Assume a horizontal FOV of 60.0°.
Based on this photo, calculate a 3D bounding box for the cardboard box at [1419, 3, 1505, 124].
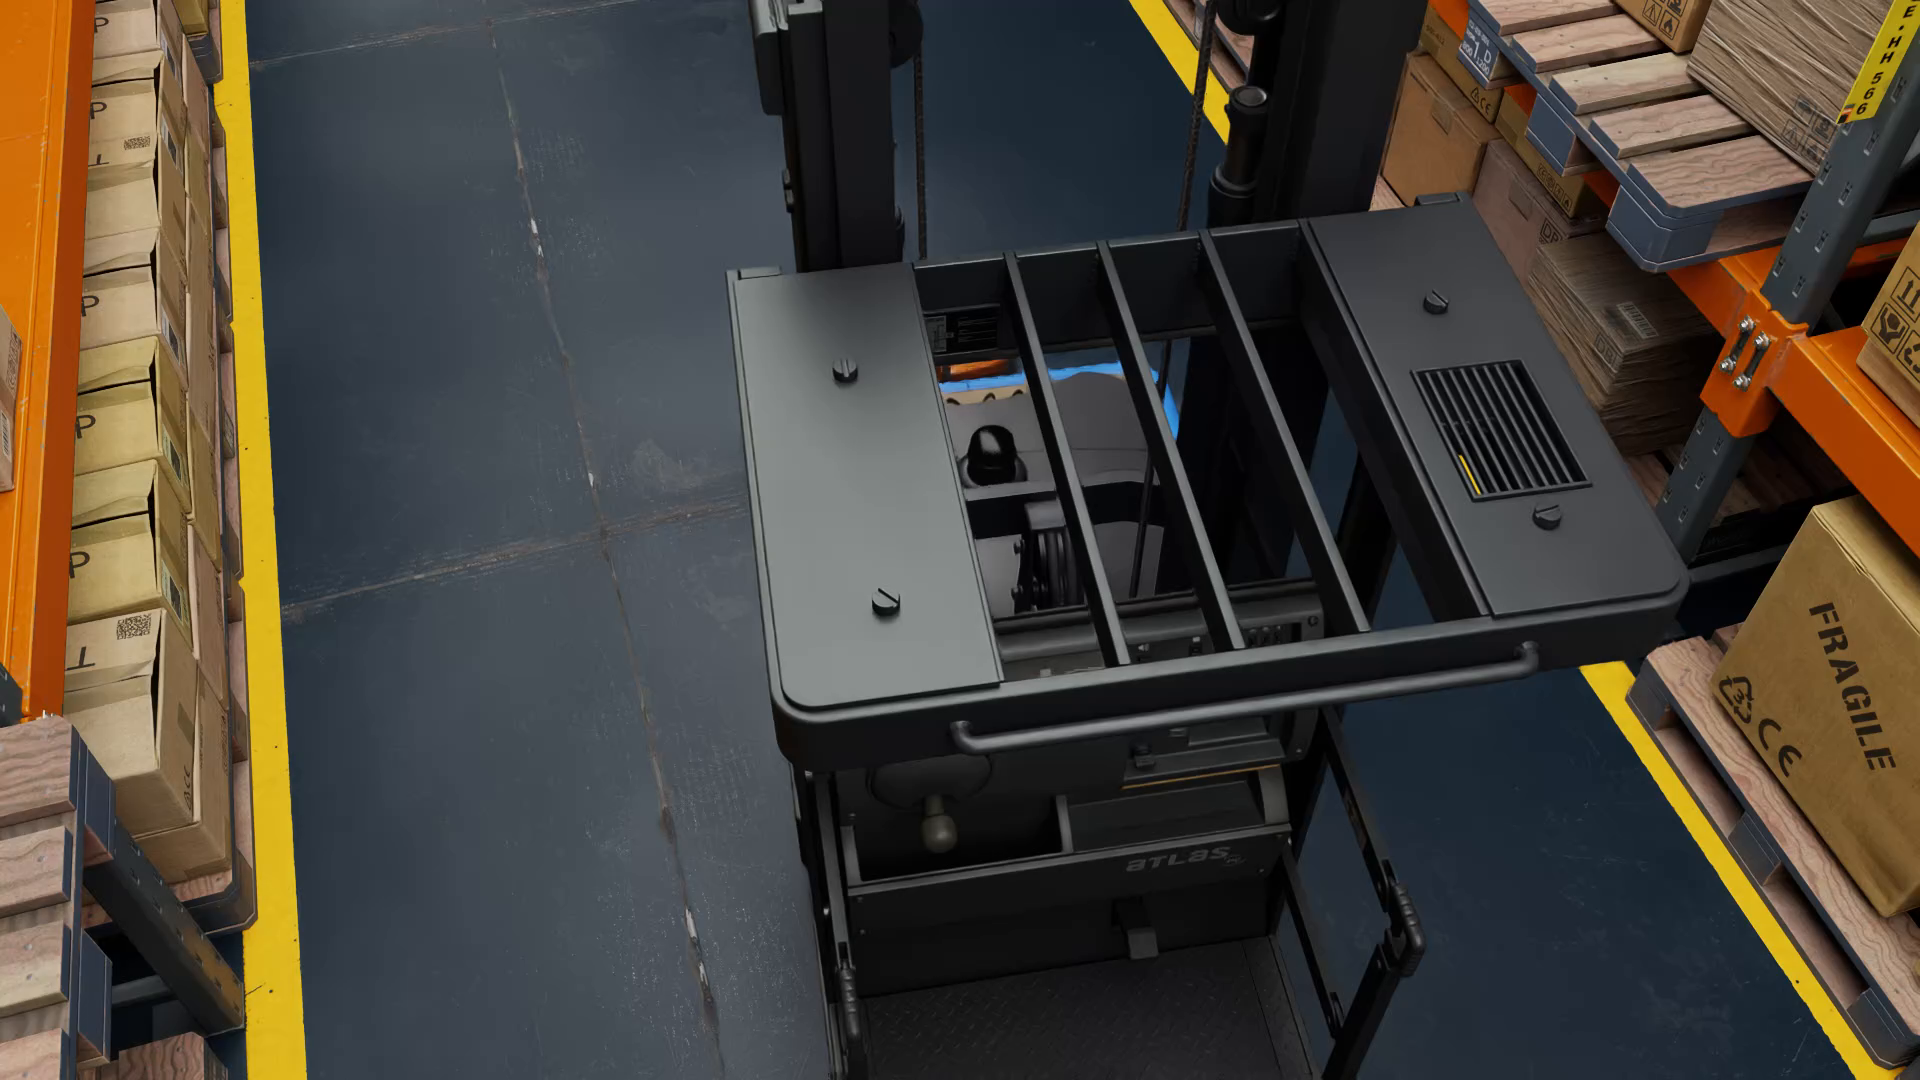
[{"bbox_3d":[1.901,-1.681,5.562,0.500,0.250,0.500,-14,51,-11],"label":"cardboard box"}]

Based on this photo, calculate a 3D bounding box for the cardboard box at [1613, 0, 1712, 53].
[{"bbox_3d":[2.089,-1.701,4.369,0.700,0.500,0.500,-18,52,-14],"label":"cardboard box"}]

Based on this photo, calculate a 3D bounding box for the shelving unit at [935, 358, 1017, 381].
[{"bbox_3d":[0.016,-0.299,4.816,0.215,1.050,0.252,-13,51,-11],"label":"shelving unit"}]

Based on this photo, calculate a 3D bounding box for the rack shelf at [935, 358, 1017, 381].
[{"bbox_3d":[0.016,-0.475,4.607,0.215,0.259,0.240,-13,51,-11],"label":"rack shelf"}]

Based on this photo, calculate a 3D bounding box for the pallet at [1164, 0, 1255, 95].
[{"bbox_3d":[1.478,-2.239,6.999,1.003,0.211,1.213,-13,51,-11],"label":"pallet"}]

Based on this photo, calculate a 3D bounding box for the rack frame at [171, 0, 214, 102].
[{"bbox_3d":[-3.485,-2.583,5.466,1.000,3.000,0.127,-13,51,-11],"label":"rack frame"}]

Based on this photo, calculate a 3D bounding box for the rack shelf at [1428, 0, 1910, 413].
[{"bbox_3d":[1.837,-2.013,5.456,1.077,0.370,4.000,-13,51,-11],"label":"rack shelf"}]

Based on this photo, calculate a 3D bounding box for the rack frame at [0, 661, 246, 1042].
[{"bbox_3d":[-2.302,0.339,3.003,1.000,3.000,0.127,-13,51,-11],"label":"rack frame"}]

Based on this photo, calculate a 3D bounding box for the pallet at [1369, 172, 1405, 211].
[{"bbox_3d":[1.842,-1.346,6.247,1.003,0.211,1.213,-13,51,-11],"label":"pallet"}]

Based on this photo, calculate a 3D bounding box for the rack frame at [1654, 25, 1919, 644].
[{"bbox_3d":[2.429,-0.784,3.949,1.000,3.000,0.127,-13,51,-11],"label":"rack frame"}]

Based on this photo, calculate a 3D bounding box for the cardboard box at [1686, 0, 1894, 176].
[{"bbox_3d":[2.280,-1.299,4.030,0.700,0.500,0.500,-19,52,-15],"label":"cardboard box"}]

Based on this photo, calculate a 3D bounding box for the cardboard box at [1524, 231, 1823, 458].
[{"bbox_3d":[2.166,-0.634,5.170,0.700,0.500,0.500,-13,51,-10],"label":"cardboard box"}]

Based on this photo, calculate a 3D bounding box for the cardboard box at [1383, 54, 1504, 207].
[{"bbox_3d":[1.951,-1.393,5.810,0.700,0.500,0.500,-14,51,-11],"label":"cardboard box"}]

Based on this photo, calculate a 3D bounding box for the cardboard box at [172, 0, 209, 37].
[{"bbox_3d":[-3.333,-2.239,6.700,0.500,0.250,0.500,-13,51,-11],"label":"cardboard box"}]

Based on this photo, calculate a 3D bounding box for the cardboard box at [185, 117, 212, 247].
[{"bbox_3d":[-2.938,-1.225,5.844,0.500,0.250,0.500,-14,51,-12],"label":"cardboard box"}]

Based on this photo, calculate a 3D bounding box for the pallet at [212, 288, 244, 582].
[{"bbox_3d":[-2.865,-0.262,5.333,1.003,0.211,1.213,-13,51,-11],"label":"pallet"}]

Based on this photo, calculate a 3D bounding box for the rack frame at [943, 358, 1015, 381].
[{"bbox_3d":[0.052,-0.210,4.741,0.200,1.050,0.008,-13,51,-11],"label":"rack frame"}]

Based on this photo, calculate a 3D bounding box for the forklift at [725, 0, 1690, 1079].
[{"bbox_3d":[0.257,0.450,2.953,1.130,2.935,3.031,-7,50,-6],"label":"forklift"}]

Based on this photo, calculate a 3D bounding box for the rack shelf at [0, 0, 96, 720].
[{"bbox_3d":[-2.894,-0.890,4.509,1.077,0.370,4.000,-13,51,-11],"label":"rack shelf"}]

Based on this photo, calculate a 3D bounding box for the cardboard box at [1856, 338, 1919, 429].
[{"bbox_3d":[2.305,-0.417,3.791,0.380,0.149,0.250,-14,51,-12],"label":"cardboard box"}]

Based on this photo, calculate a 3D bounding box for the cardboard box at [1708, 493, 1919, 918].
[{"bbox_3d":[2.521,0.340,4.133,0.750,0.750,0.750,-14,51,-11],"label":"cardboard box"}]

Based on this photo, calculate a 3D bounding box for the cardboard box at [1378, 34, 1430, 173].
[{"bbox_3d":[1.793,-1.760,6.119,0.700,0.500,0.500,-13,51,-11],"label":"cardboard box"}]

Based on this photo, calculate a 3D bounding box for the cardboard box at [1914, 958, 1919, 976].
[{"bbox_3d":[2.774,0.981,3.592,0.750,0.750,0.750,-14,51,-11],"label":"cardboard box"}]

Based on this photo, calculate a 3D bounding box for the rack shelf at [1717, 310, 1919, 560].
[{"bbox_3d":[3.020,0.908,2.993,1.077,0.370,4.000,-13,51,-11],"label":"rack shelf"}]

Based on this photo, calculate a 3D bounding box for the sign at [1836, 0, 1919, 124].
[{"bbox_3d":[1.913,-1.002,3.428,0.100,0.325,0.005,-13,51,-11],"label":"sign"}]

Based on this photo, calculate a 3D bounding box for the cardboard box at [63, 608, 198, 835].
[{"bbox_3d":[-2.176,0.460,4.057,0.500,0.311,0.500,-12,51,-10],"label":"cardboard box"}]

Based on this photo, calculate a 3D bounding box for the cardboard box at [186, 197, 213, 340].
[{"bbox_3d":[-2.786,-0.851,5.529,0.500,0.250,0.500,-12,51,-10],"label":"cardboard box"}]

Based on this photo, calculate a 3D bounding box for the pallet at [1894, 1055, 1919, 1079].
[{"bbox_3d":[2.947,1.597,3.766,1.003,0.211,1.213,-13,51,-11],"label":"pallet"}]

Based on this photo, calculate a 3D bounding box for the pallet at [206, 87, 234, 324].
[{"bbox_3d":[-3.230,-1.155,6.085,1.003,0.211,1.213,-13,51,-11],"label":"pallet"}]

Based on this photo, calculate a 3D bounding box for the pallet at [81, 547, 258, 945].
[{"bbox_3d":[-2.508,0.627,4.583,1.003,0.211,1.213,-13,51,-11],"label":"pallet"}]

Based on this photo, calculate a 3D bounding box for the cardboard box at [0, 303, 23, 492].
[{"bbox_3d":[-2.382,-0.330,3.624,0.500,0.311,0.500,-14,51,-11],"label":"cardboard box"}]

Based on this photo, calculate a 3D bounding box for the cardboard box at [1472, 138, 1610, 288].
[{"bbox_3d":[2.125,-1.037,5.509,0.700,0.500,0.500,-13,51,-11],"label":"cardboard box"}]

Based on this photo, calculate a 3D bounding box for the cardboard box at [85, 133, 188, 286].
[{"bbox_3d":[-2.786,-1.038,5.320,0.500,0.311,0.500,-13,51,-11],"label":"cardboard box"}]

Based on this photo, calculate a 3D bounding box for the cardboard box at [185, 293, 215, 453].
[{"bbox_3d":[-2.637,-0.479,5.216,0.500,0.250,0.500,-12,51,-10],"label":"cardboard box"}]

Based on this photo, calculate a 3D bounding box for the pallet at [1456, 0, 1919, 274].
[{"bbox_3d":[2.116,-1.219,4.441,1.213,0.211,1.003,-13,51,-11],"label":"pallet"}]

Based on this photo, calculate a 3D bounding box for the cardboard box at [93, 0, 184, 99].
[{"bbox_3d":[-3.091,-1.782,5.947,0.500,0.311,0.500,-13,51,-11],"label":"cardboard box"}]

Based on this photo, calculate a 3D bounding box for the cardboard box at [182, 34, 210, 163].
[{"bbox_3d":[-3.085,-1.595,6.156,0.500,0.250,0.500,-14,51,-11],"label":"cardboard box"}]

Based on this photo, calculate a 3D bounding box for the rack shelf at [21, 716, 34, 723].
[{"bbox_3d":[-1.711,2.031,2.046,1.077,0.370,4.000,-13,51,-11],"label":"rack shelf"}]

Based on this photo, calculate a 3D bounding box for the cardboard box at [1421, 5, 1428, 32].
[{"bbox_3d":[1.771,-2.050,5.873,0.500,0.250,0.500,-15,51,-12],"label":"cardboard box"}]

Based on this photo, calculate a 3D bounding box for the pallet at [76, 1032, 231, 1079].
[{"bbox_3d":[-2.117,1.791,3.602,1.003,0.211,1.213,-13,51,-11],"label":"pallet"}]

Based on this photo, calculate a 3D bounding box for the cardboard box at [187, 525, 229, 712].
[{"bbox_3d":[-2.326,0.274,4.581,0.500,0.250,0.500,-15,51,-12],"label":"cardboard box"}]

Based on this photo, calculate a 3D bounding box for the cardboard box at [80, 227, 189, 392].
[{"bbox_3d":[-2.641,-0.670,5.010,0.500,0.311,0.500,-14,51,-11],"label":"cardboard box"}]

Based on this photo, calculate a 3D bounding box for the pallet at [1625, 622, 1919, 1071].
[{"bbox_3d":[2.590,0.707,4.516,1.003,0.211,1.213,-13,51,-11],"label":"pallet"}]

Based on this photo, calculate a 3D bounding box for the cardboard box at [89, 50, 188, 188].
[{"bbox_3d":[-2.932,-1.403,5.628,0.500,0.311,0.500,-12,51,-10],"label":"cardboard box"}]

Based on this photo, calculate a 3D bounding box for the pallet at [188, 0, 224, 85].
[{"bbox_3d":[-3.680,-2.274,7.029,1.003,0.211,1.213,-13,51,-11],"label":"pallet"}]

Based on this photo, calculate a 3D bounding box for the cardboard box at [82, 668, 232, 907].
[{"bbox_3d":[-2.176,0.641,4.272,0.500,0.250,0.500,-13,51,-11],"label":"cardboard box"}]

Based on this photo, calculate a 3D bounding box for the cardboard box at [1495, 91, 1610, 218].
[{"bbox_3d":[2.058,-1.307,5.246,0.500,0.250,0.500,-12,51,-10],"label":"cardboard box"}]

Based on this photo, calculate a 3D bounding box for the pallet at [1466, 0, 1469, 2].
[{"bbox_3d":[1.804,-2.159,5.234,1.003,0.211,1.213,-13,51,-11],"label":"pallet"}]

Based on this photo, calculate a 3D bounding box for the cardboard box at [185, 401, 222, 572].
[{"bbox_3d":[-2.485,-0.105,4.900,0.500,0.250,0.500,-15,51,-12],"label":"cardboard box"}]

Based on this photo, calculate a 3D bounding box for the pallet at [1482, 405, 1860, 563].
[{"bbox_3d":[2.199,-0.456,5.497,1.003,0.211,1.213,-13,51,-11],"label":"pallet"}]

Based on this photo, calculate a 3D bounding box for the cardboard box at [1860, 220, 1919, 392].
[{"bbox_3d":[2.328,-0.506,3.442,0.500,0.500,0.500,-12,51,-10],"label":"cardboard box"}]

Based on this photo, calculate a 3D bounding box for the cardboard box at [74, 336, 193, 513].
[{"bbox_3d":[-2.488,-0.295,4.694,0.500,0.311,0.500,-15,51,-12],"label":"cardboard box"}]

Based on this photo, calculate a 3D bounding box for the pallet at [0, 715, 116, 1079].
[{"bbox_3d":[-2.035,0.880,2.672,1.213,0.211,1.003,-13,51,-11],"label":"pallet"}]

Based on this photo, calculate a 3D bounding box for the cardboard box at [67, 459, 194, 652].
[{"bbox_3d":[-2.340,0.078,4.379,0.500,0.311,0.500,-14,51,-12],"label":"cardboard box"}]
